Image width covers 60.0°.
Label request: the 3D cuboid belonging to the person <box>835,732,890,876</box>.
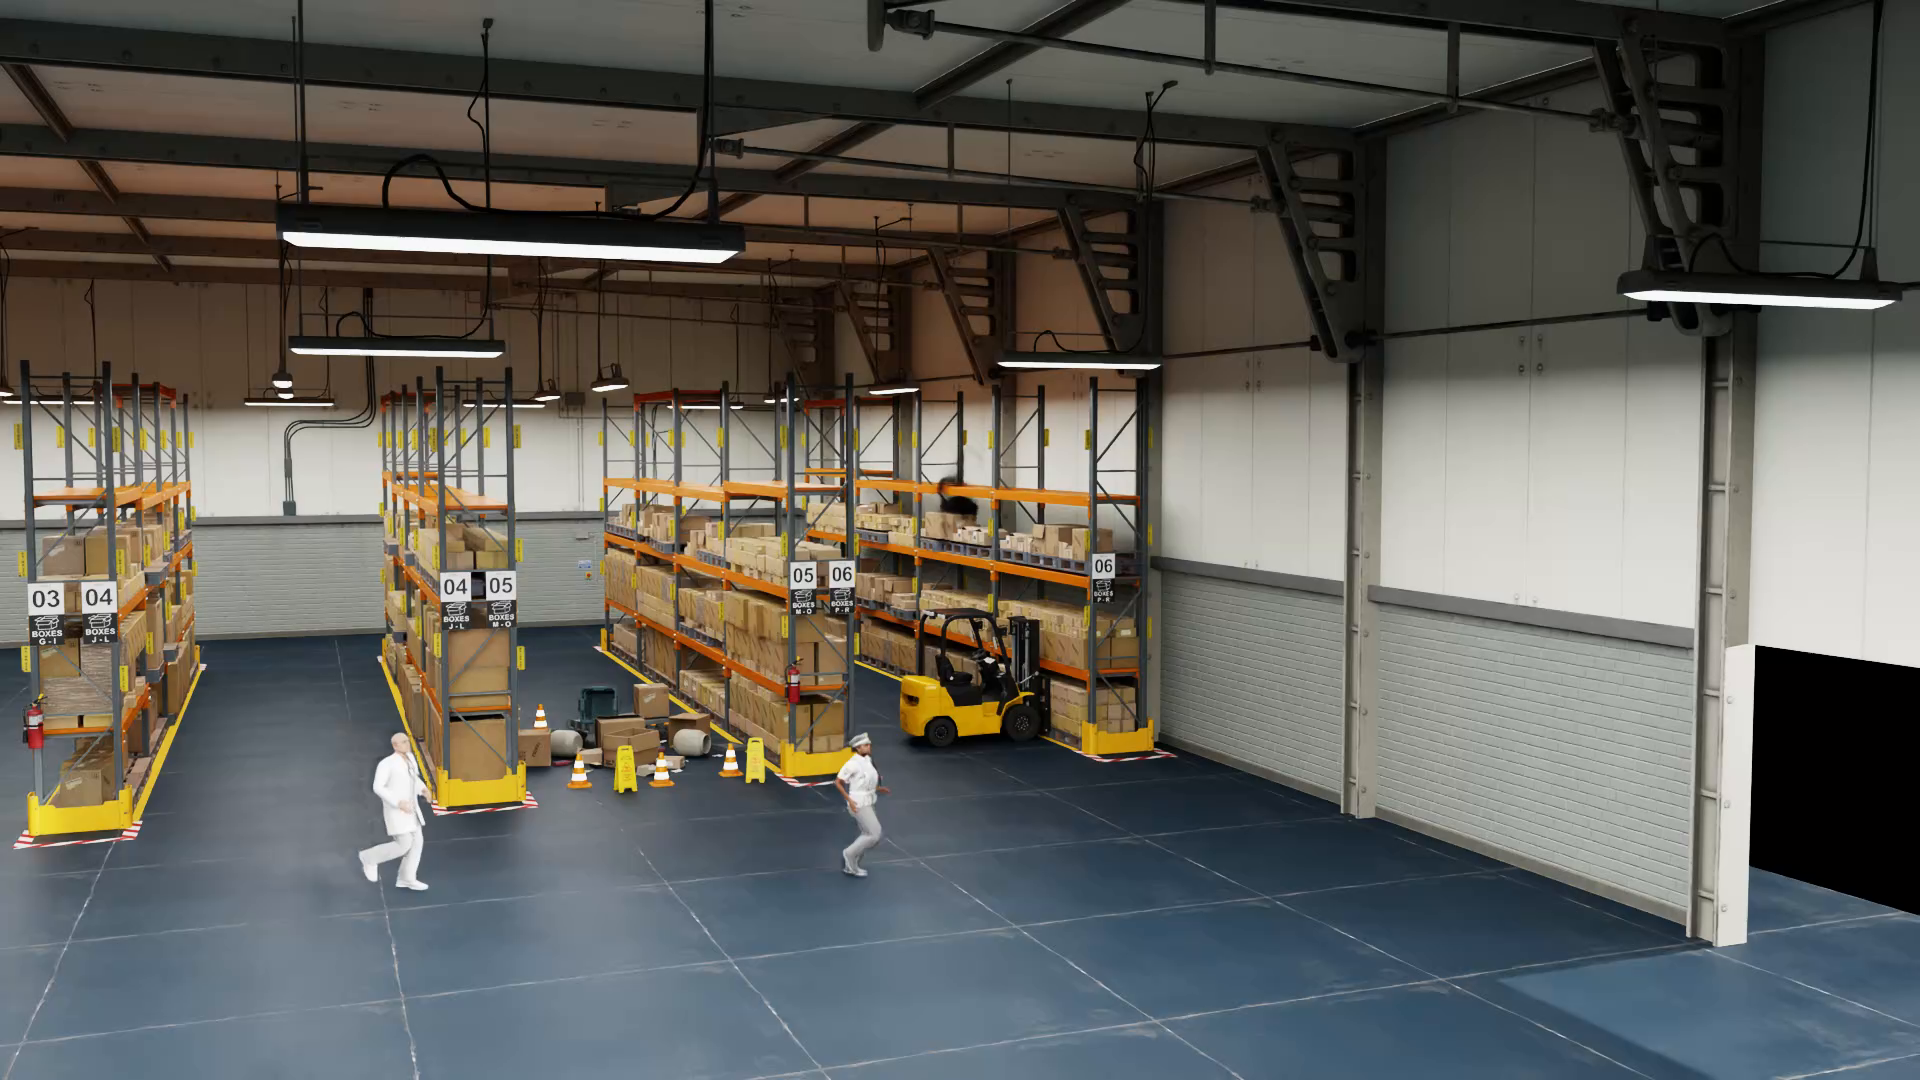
[{"bbox_3d":[-1.068,3.023,18.992,0.569,1.659,0.560,1,4,19],"label":"person"}]

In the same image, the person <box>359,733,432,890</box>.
[{"bbox_3d":[-6.293,3.021,18.589,0.744,1.760,0.712,1,4,15],"label":"person"}]
